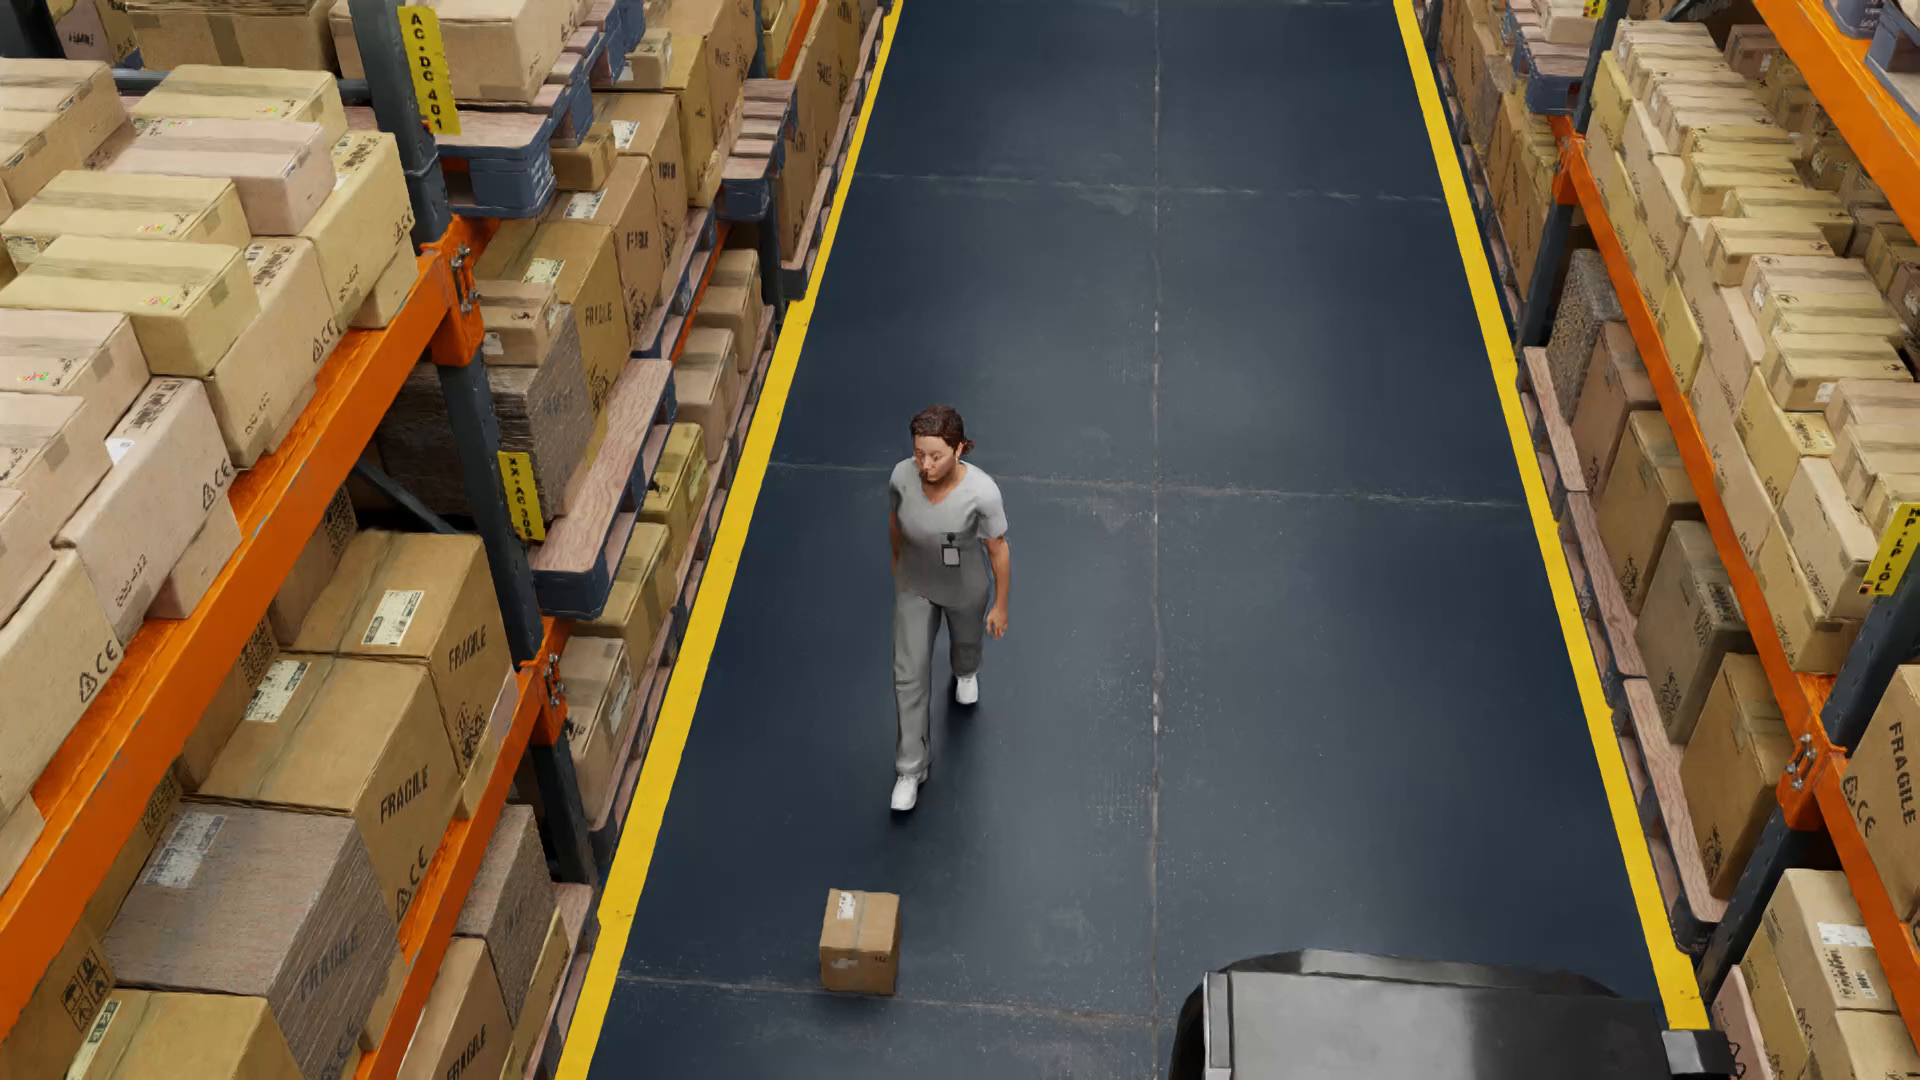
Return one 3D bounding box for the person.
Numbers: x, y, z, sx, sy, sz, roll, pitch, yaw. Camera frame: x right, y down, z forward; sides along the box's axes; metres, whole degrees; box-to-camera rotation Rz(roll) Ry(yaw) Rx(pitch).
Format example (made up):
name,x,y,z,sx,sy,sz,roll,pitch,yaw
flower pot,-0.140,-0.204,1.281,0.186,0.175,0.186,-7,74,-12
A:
name,x,y,z,sx,sy,sz,roll,pitch,yaw
person,-0.054,0.192,6.232,0.499,1.629,0.931,8,41,10
